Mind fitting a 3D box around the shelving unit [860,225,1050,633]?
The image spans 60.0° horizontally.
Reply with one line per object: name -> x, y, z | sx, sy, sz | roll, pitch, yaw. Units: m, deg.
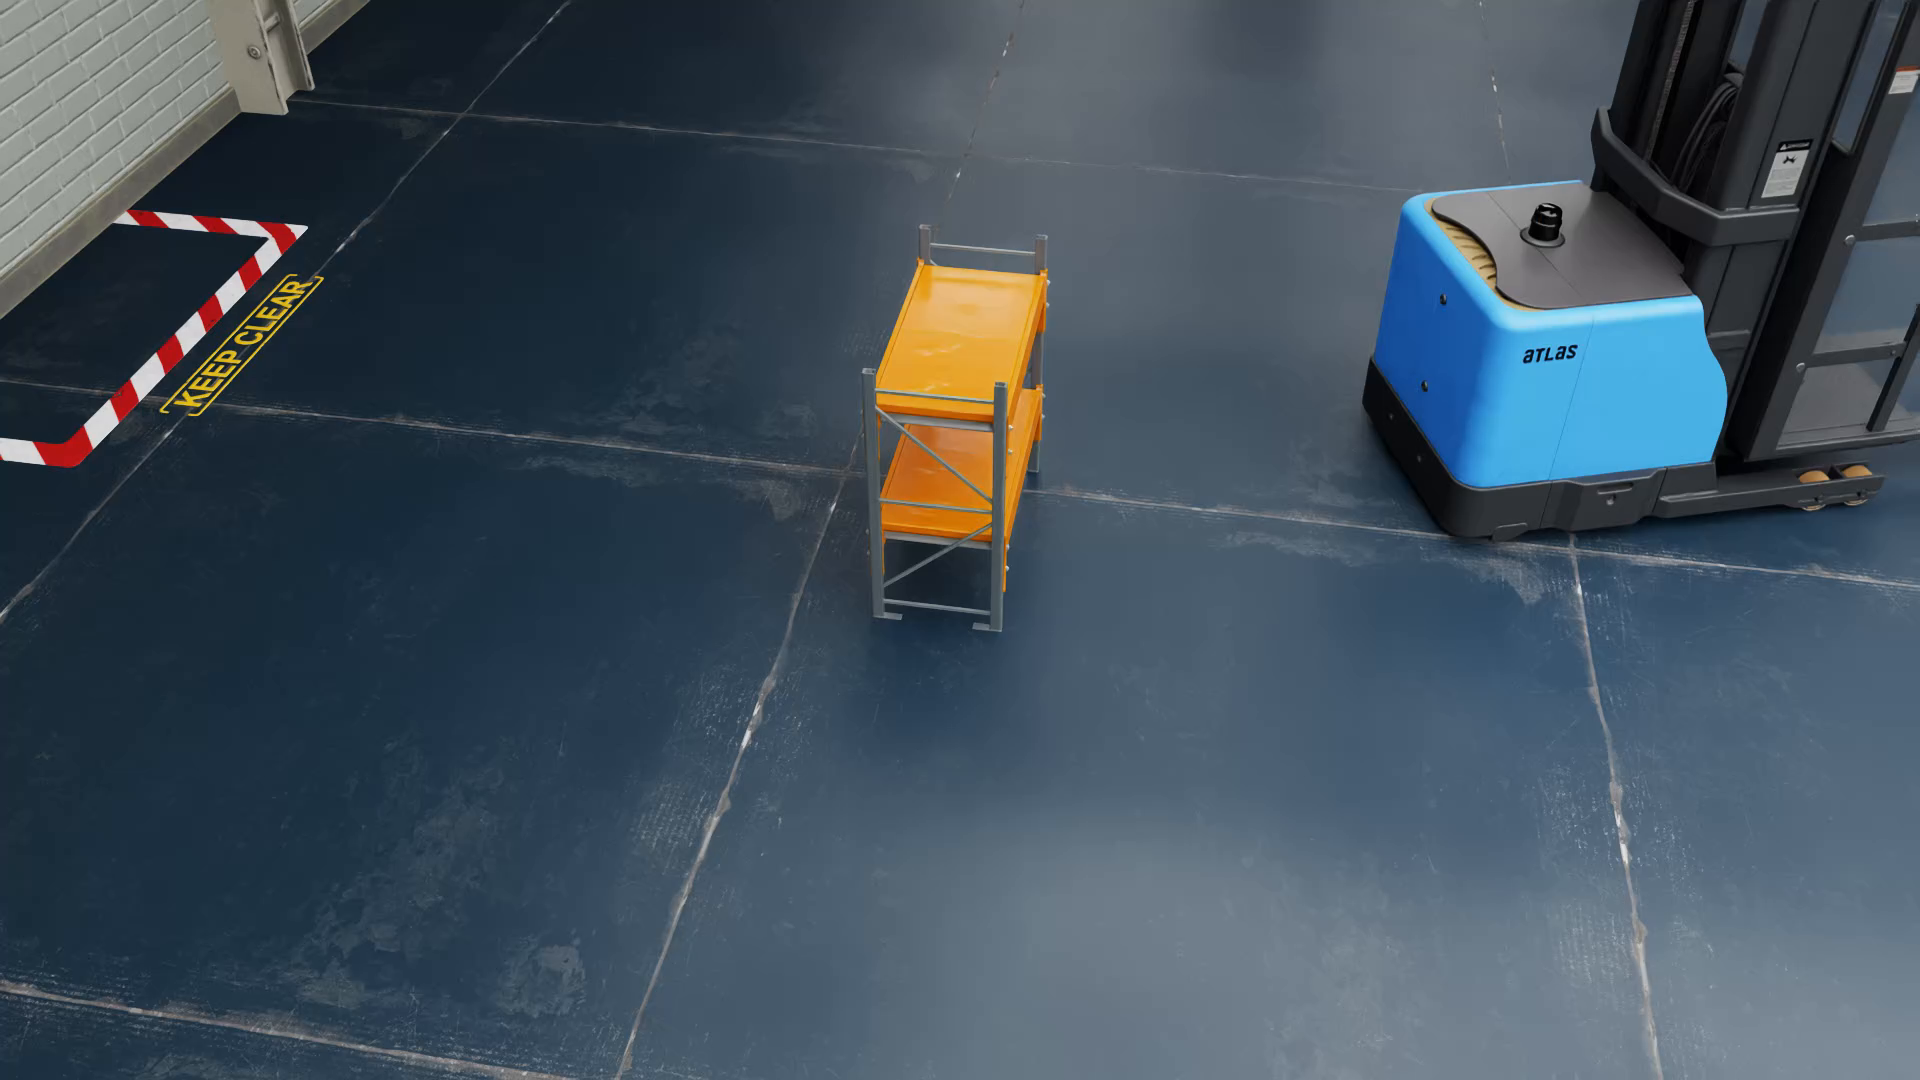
shelving unit -> 0.001, -0.438, 6.397 | 0.538, 1.125, 1.048 | 6, 40, 8

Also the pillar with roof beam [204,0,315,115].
pillar with roof beam -> 0.153, -5.631, 6.498 | 9.100, 9.000, 0.400 | 6, 40, 8

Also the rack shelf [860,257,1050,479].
rack shelf -> 0.001, -0.663, 6.210 | 0.538, 0.278, 1.000 | 6, 40, 8

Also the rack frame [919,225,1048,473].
rack frame -> 0.089, -0.757, 6.783 | 0.500, 1.125, 0.032 | 6, 40, 8

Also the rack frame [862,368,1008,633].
rack frame -> -0.087, -0.119, 6.011 | 0.500, 1.125, 0.032 | 6, 40, 8

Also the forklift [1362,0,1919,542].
forklift -> 3.349, -1.577, 6.357 | 3.031, 2.935, 1.130 | -7, 40, -8

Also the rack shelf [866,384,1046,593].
rack shelf -> 0.001, -0.249, 6.553 | 0.538, 0.278, 1.000 | 6, 40, 8
